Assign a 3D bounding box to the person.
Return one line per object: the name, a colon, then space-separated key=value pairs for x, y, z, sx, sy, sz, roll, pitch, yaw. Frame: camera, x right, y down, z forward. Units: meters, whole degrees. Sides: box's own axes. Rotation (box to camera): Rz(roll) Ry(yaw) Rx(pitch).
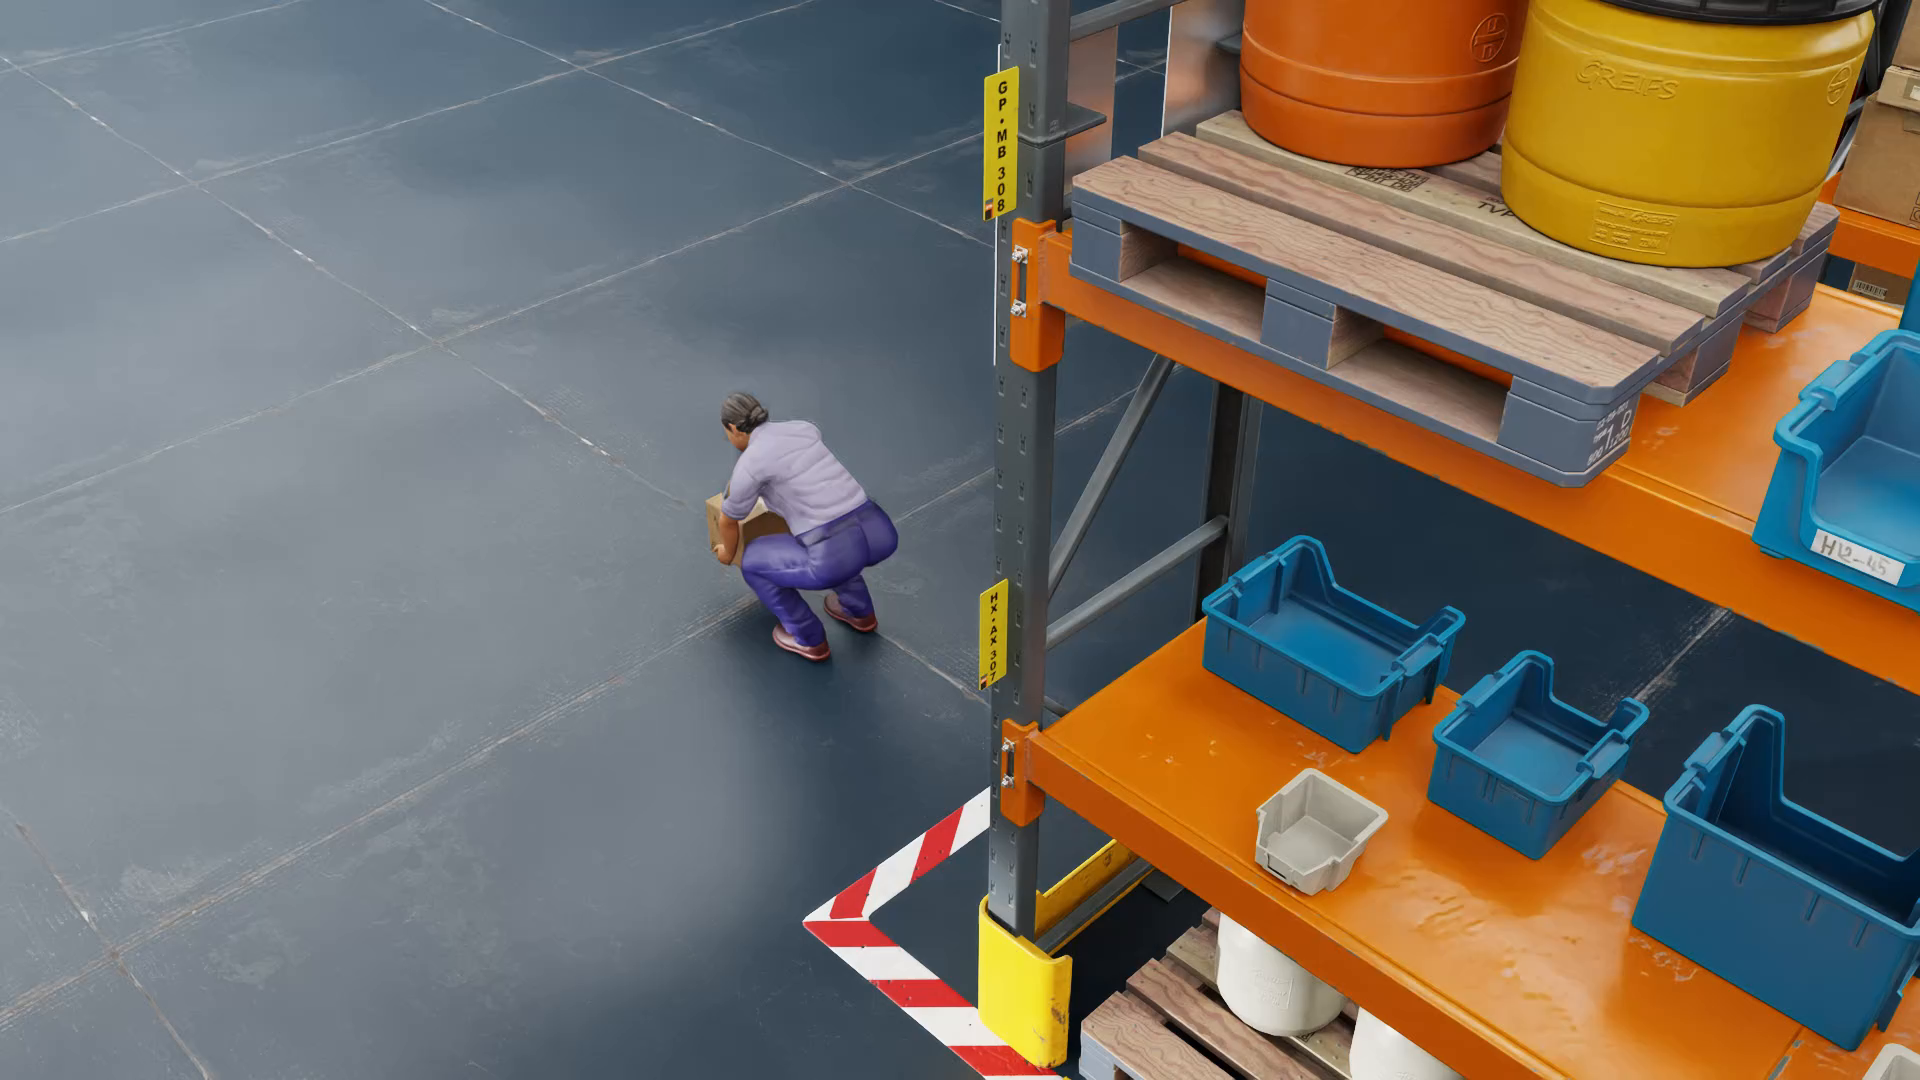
person: x=-0.643 y=-0.052 z=6.765 sx=0.792 sy=1.033 sz=0.530 roll=30 pitch=45 yaw=35
